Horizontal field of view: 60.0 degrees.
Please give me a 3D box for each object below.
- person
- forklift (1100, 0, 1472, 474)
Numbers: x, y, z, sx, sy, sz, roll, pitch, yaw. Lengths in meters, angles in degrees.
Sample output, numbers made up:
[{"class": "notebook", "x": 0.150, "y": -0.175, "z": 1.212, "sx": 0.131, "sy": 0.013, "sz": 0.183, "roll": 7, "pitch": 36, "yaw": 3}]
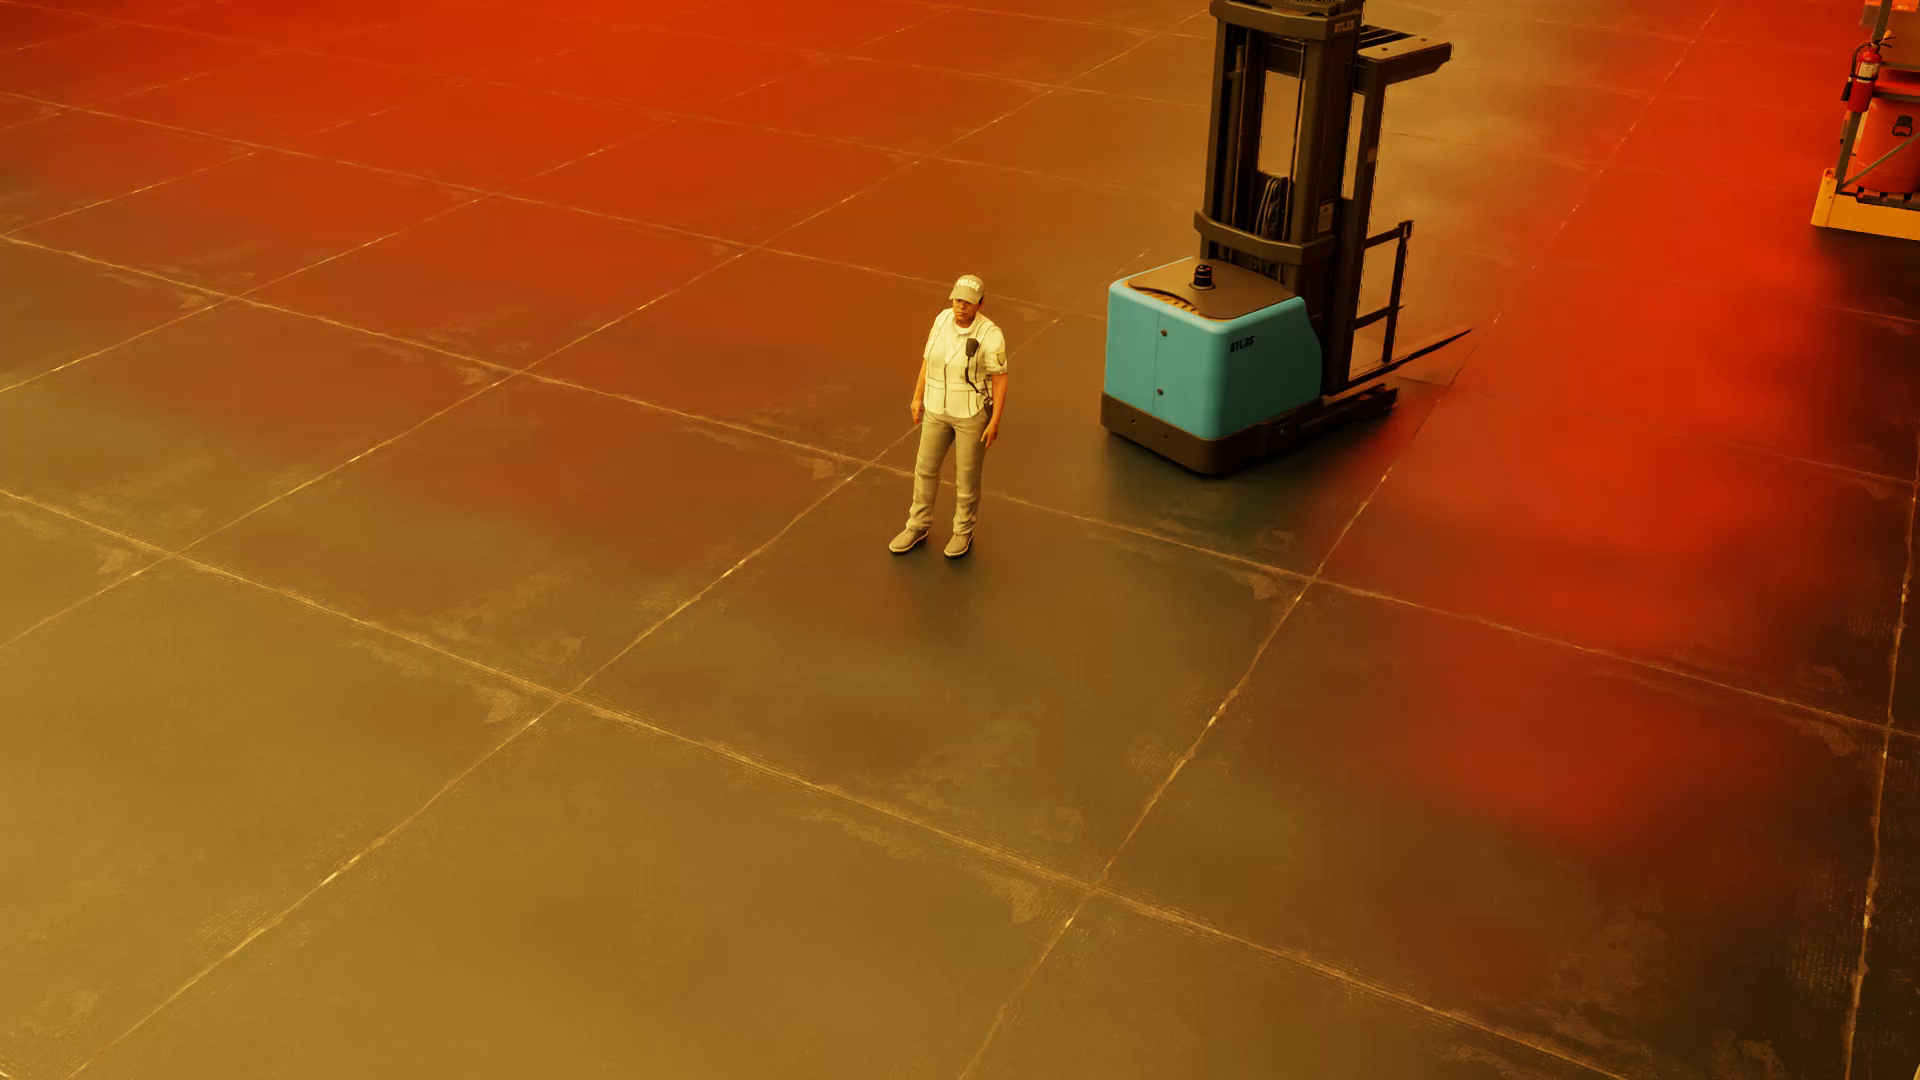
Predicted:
[{"class": "person", "x": -0.057, "y": -0.700, "z": 9.534, "sx": 0.598, "sy": 1.670, "sz": 0.529, "roll": 15, "pitch": 33, "yaw": 25}, {"class": "forklift", "x": 2.405, "y": -2.289, "z": 11.037, "sx": 3.031, "sy": 2.935, "sz": 1.130, "roll": -22, "pitch": 37, "yaw": -34}]
